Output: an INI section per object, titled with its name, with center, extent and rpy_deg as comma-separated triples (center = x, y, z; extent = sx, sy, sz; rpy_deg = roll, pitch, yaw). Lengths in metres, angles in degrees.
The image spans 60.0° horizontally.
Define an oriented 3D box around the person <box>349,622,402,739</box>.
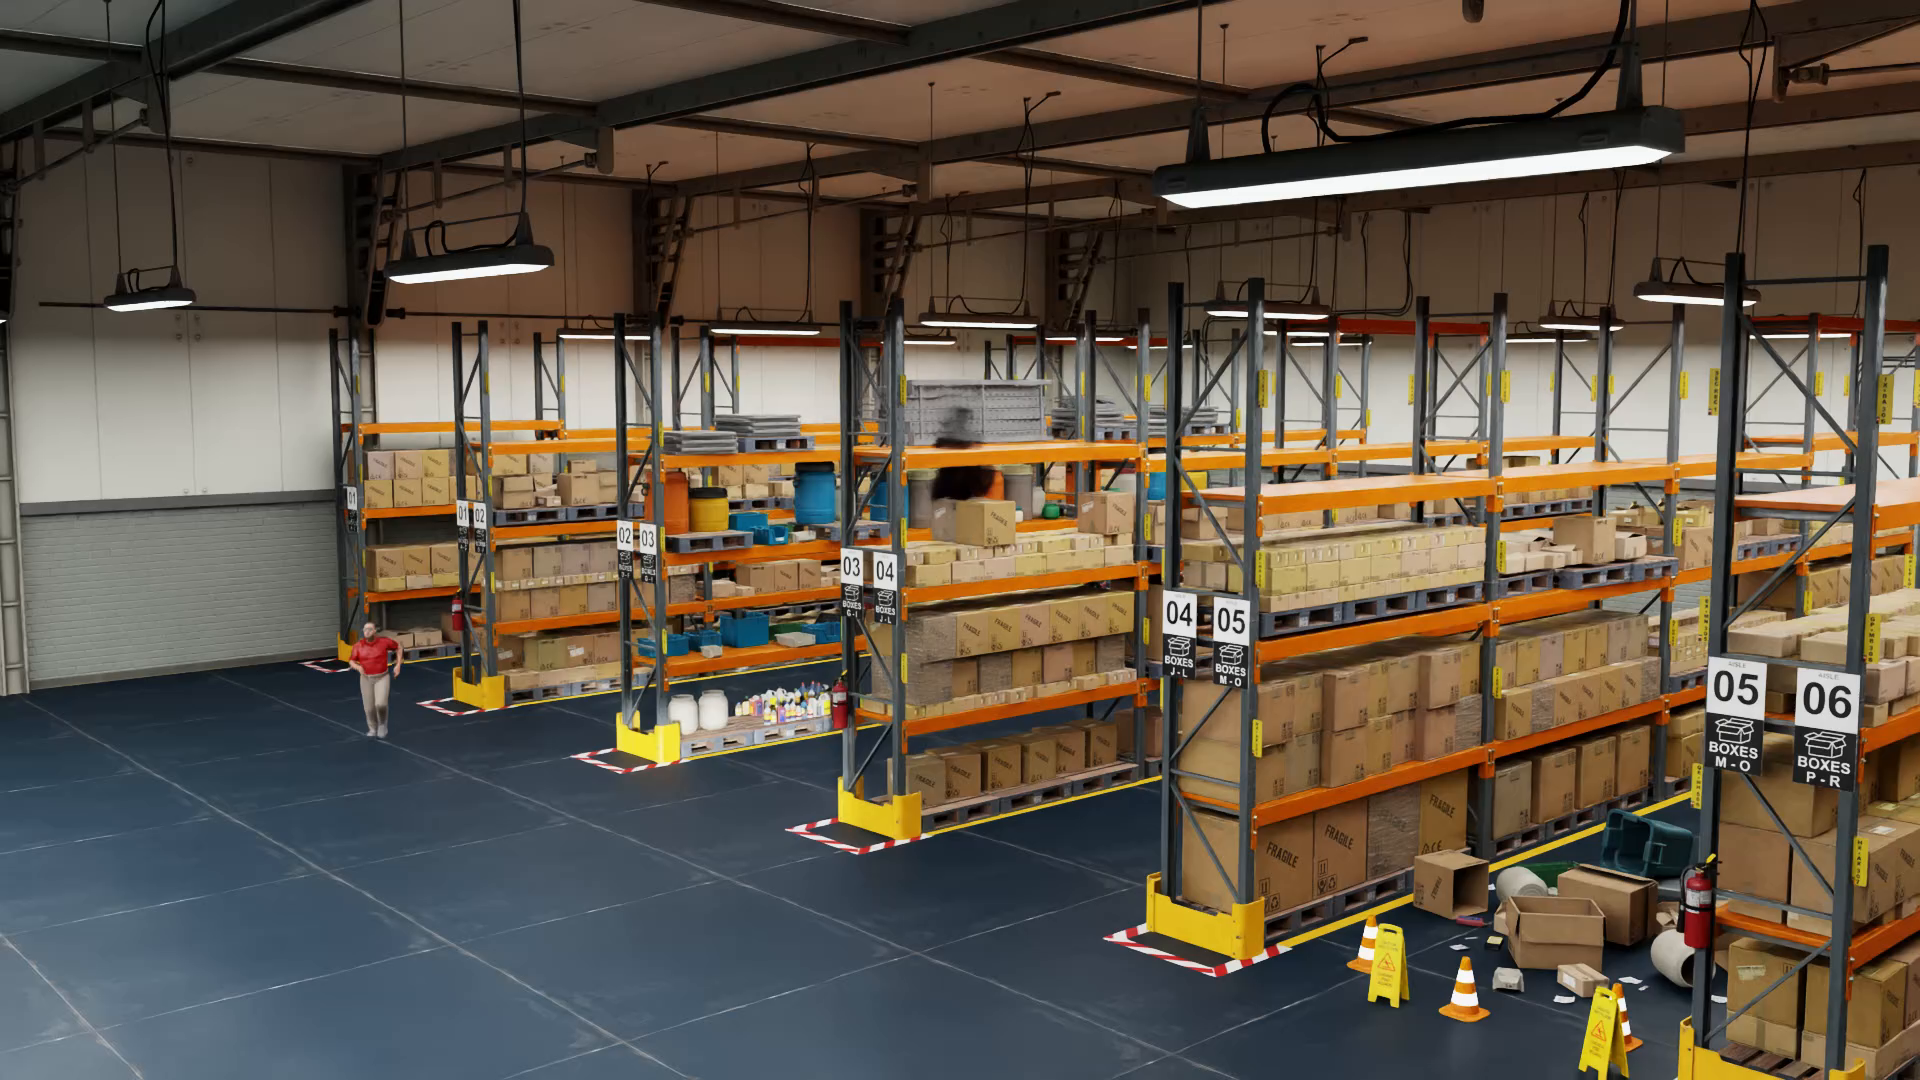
[person]
center = -8.257, 1.989, 23.486
extent = 0.681, 1.682, 0.836
rpy_deg = -1, 6, -8
